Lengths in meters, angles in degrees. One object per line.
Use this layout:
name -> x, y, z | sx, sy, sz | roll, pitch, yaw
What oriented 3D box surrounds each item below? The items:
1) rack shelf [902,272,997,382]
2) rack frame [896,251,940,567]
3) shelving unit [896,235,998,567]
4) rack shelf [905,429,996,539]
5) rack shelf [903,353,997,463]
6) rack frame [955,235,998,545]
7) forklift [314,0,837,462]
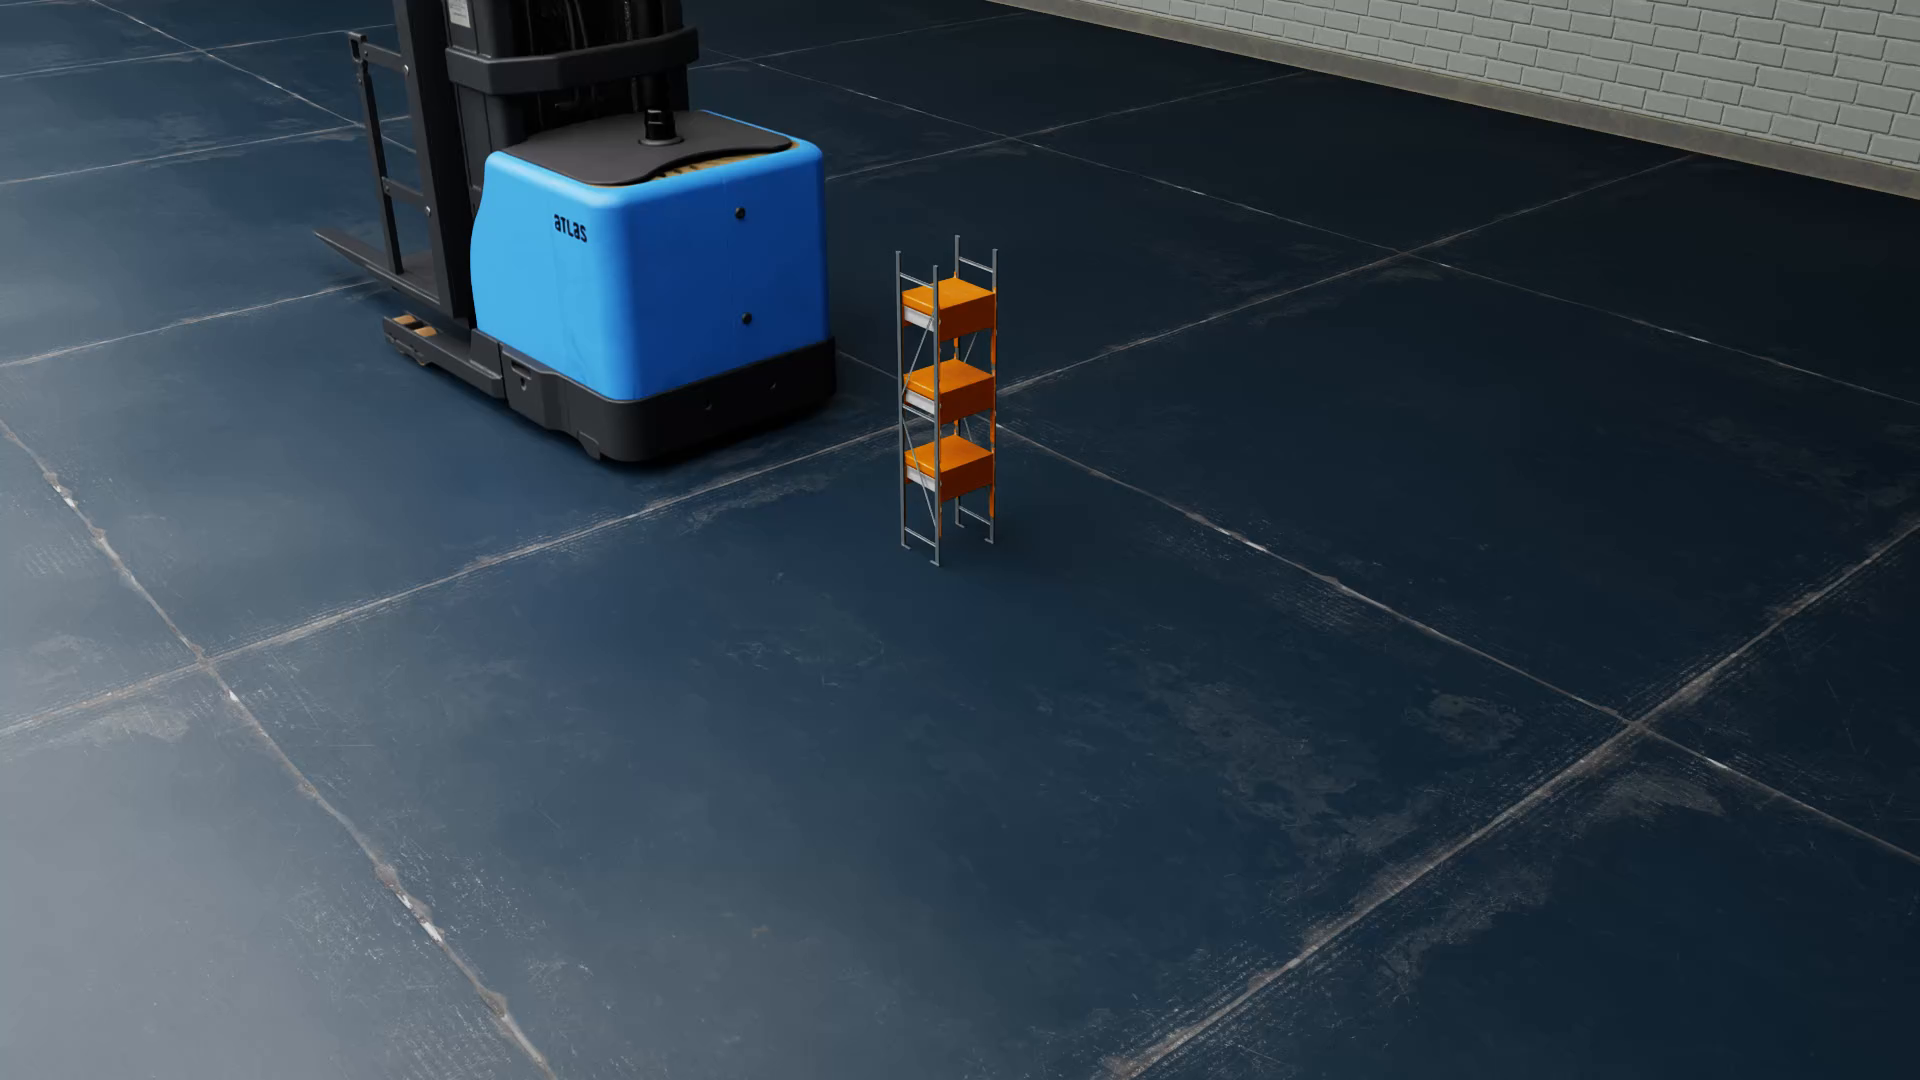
rack shelf -> -0.041, -0.688, 5.343 | 0.240, 0.259, 0.215 | -22, 35, -35
rack frame -> -0.134, -0.409, 5.402 | 0.008, 1.050, 0.200 | -22, 35, -35
shelving unit -> -0.041, -0.447, 5.472 | 0.252, 1.050, 0.215 | -22, 35, -35
rack shelf -> -0.041, -0.192, 5.608 | 0.240, 0.259, 0.215 | -22, 35, -35
rack shelf -> -0.041, -0.437, 5.477 | 0.240, 0.259, 0.215 | -22, 35, -35
rack frame -> 0.052, -0.484, 5.542 | 0.008, 1.050, 0.200 | -22, 35, -35
forklift -> -1.871, -2.187, 6.732 | 1.130, 2.935, 3.031 | -24, 36, -37
